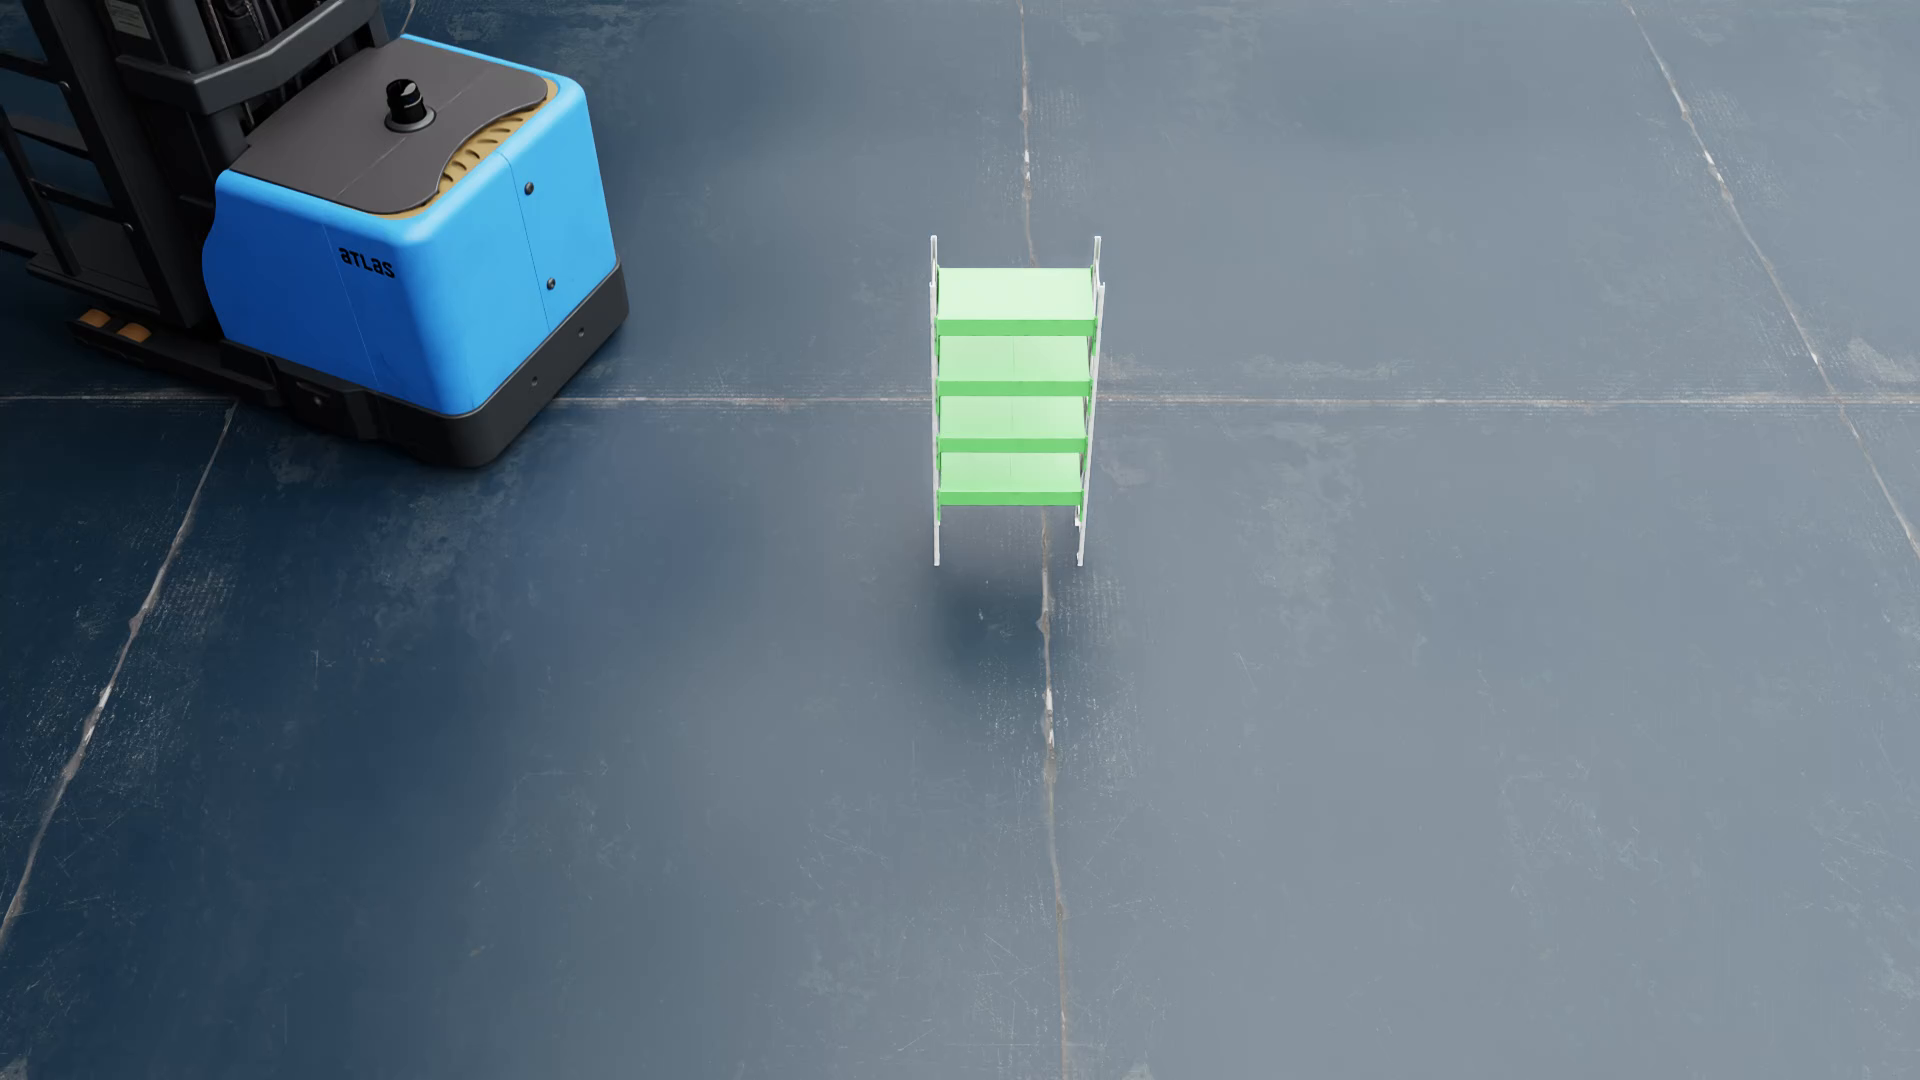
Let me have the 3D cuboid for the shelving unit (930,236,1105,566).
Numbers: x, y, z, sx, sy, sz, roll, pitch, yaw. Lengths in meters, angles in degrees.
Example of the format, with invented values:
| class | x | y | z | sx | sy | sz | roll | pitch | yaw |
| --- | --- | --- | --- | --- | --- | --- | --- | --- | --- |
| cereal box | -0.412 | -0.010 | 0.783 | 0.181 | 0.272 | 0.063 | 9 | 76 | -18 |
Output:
| class | x | y | z | sx | sy | sz | roll | pitch | yaw |
| --- | --- | --- | --- | --- | --- | --- | --- | --- | --- |
| shelving unit | 0.166 | -0.408 | 5.310 | 0.503 | 1.200 | 0.258 | 0 | 47 | 0 |

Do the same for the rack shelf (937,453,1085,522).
| class | x | y | z | sx | sy | sz | roll | pitch | yaw |
| --- | --- | --- | --- | --- | --- | --- | --- | --- | --- |
| rack shelf | 0.166 | -0.201 | 5.533 | 0.480 | 0.148 | 0.258 | 0 | 47 | 0 |

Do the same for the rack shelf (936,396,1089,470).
| class | x | y | z | sx | sy | sz | roll | pitch | yaw |
| --- | --- | --- | --- | --- | --- | --- | --- | --- | --- |
| rack shelf | 0.166 | -0.365 | 5.357 | 0.480 | 0.148 | 0.258 | 0 | 47 | 0 |

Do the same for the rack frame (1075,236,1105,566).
| class | x | y | z | sx | sy | sz | roll | pitch | yaw |
| --- | --- | --- | --- | --- | --- | --- | --- | --- | --- |
| rack frame | 0.410 | -0.408 | 5.310 | 0.015 | 1.200 | 0.240 | 0 | 47 | 0 |

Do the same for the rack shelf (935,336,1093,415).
| class | x | y | z | sx | sy | sz | roll | pitch | yaw |
| --- | --- | --- | --- | --- | --- | --- | --- | --- | --- |
| rack shelf | 0.166 | -0.528 | 5.181 | 0.480 | 0.148 | 0.258 | 0 | 47 | 0 |

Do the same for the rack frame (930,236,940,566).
| class | x | y | z | sx | sy | sz | roll | pitch | yaw |
| --- | --- | --- | --- | --- | --- | --- | --- | --- | --- |
| rack frame | -0.078 | -0.409 | 5.311 | 0.015 | 1.200 | 0.240 | 0 | 47 | 0 |

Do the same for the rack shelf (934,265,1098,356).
| class | x | y | z | sx | sy | sz | roll | pitch | yaw |
| --- | --- | --- | --- | --- | --- | --- | --- | --- | --- |
| rack shelf | 0.166 | -0.692 | 5.006 | 0.480 | 0.148 | 0.258 | 0 | 47 | 0 |

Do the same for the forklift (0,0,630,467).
| class | x | y | z | sx | sy | sz | roll | pitch | yaw |
| --- | --- | --- | --- | --- | --- | --- | --- | --- | --- |
| forklift | -2.848 | -1.993 | 5.603 | 3.031 | 2.935 | 1.130 | 19 | 50 | 17 |
